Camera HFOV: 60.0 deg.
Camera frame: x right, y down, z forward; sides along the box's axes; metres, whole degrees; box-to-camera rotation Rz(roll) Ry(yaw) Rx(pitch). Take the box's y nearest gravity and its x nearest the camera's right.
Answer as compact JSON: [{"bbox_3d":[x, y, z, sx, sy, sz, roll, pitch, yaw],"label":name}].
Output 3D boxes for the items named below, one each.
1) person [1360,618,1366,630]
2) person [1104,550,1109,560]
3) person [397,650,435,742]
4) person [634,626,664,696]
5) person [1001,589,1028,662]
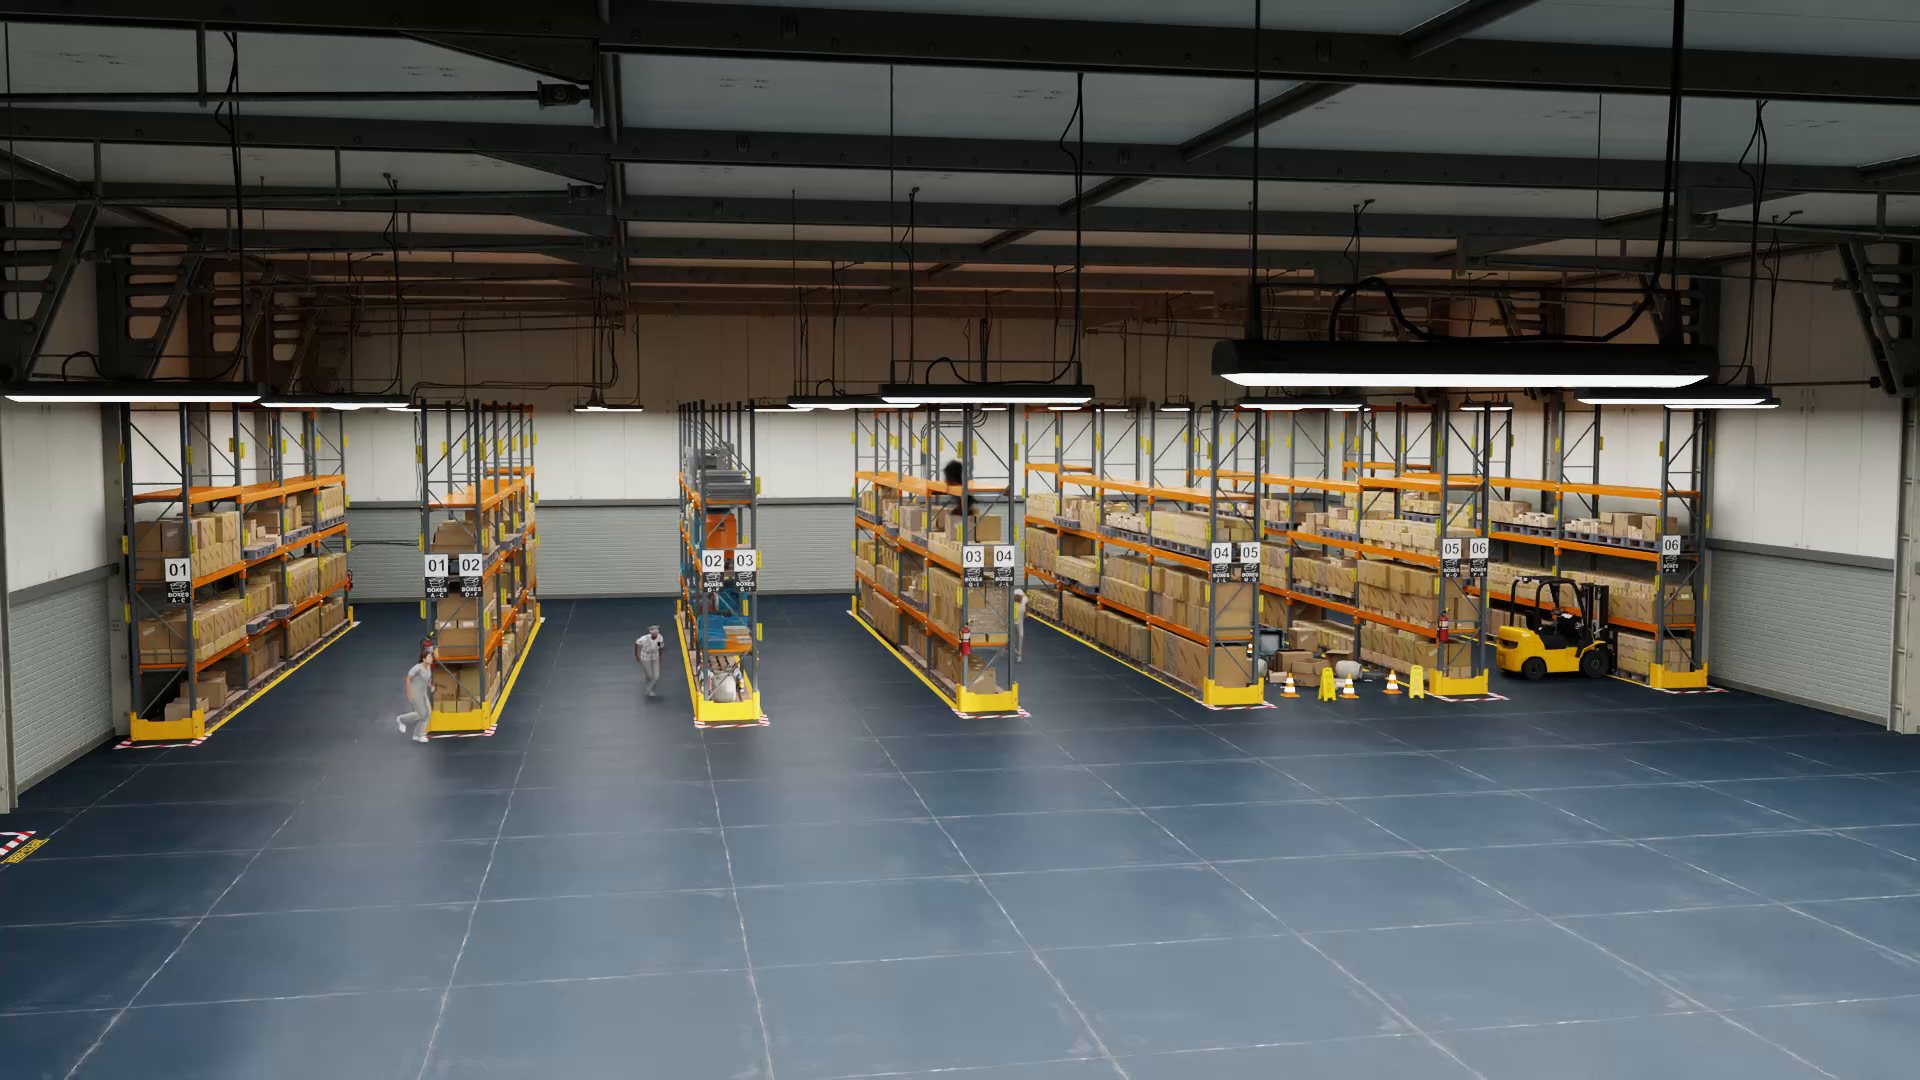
[{"bbox_3d":[10.559,1.657,42.982,0.644,1.665,0.959,-2,5,-25],"label":"person"},{"bbox_3d":[4.443,1.153,49.047,1.037,1.730,0.625,2,5,27],"label":"person"},{"bbox_3d":[-9.560,2.727,29.231,0.696,1.602,0.555,1,4,13],"label":"person"},{"bbox_3d":[-6.307,2.453,33.734,0.595,1.481,0.817,-2,5,-23],"label":"person"},{"bbox_3d":[1.237,1.963,38.943,0.743,1.712,1.044,-2,5,-27],"label":"person"}]
